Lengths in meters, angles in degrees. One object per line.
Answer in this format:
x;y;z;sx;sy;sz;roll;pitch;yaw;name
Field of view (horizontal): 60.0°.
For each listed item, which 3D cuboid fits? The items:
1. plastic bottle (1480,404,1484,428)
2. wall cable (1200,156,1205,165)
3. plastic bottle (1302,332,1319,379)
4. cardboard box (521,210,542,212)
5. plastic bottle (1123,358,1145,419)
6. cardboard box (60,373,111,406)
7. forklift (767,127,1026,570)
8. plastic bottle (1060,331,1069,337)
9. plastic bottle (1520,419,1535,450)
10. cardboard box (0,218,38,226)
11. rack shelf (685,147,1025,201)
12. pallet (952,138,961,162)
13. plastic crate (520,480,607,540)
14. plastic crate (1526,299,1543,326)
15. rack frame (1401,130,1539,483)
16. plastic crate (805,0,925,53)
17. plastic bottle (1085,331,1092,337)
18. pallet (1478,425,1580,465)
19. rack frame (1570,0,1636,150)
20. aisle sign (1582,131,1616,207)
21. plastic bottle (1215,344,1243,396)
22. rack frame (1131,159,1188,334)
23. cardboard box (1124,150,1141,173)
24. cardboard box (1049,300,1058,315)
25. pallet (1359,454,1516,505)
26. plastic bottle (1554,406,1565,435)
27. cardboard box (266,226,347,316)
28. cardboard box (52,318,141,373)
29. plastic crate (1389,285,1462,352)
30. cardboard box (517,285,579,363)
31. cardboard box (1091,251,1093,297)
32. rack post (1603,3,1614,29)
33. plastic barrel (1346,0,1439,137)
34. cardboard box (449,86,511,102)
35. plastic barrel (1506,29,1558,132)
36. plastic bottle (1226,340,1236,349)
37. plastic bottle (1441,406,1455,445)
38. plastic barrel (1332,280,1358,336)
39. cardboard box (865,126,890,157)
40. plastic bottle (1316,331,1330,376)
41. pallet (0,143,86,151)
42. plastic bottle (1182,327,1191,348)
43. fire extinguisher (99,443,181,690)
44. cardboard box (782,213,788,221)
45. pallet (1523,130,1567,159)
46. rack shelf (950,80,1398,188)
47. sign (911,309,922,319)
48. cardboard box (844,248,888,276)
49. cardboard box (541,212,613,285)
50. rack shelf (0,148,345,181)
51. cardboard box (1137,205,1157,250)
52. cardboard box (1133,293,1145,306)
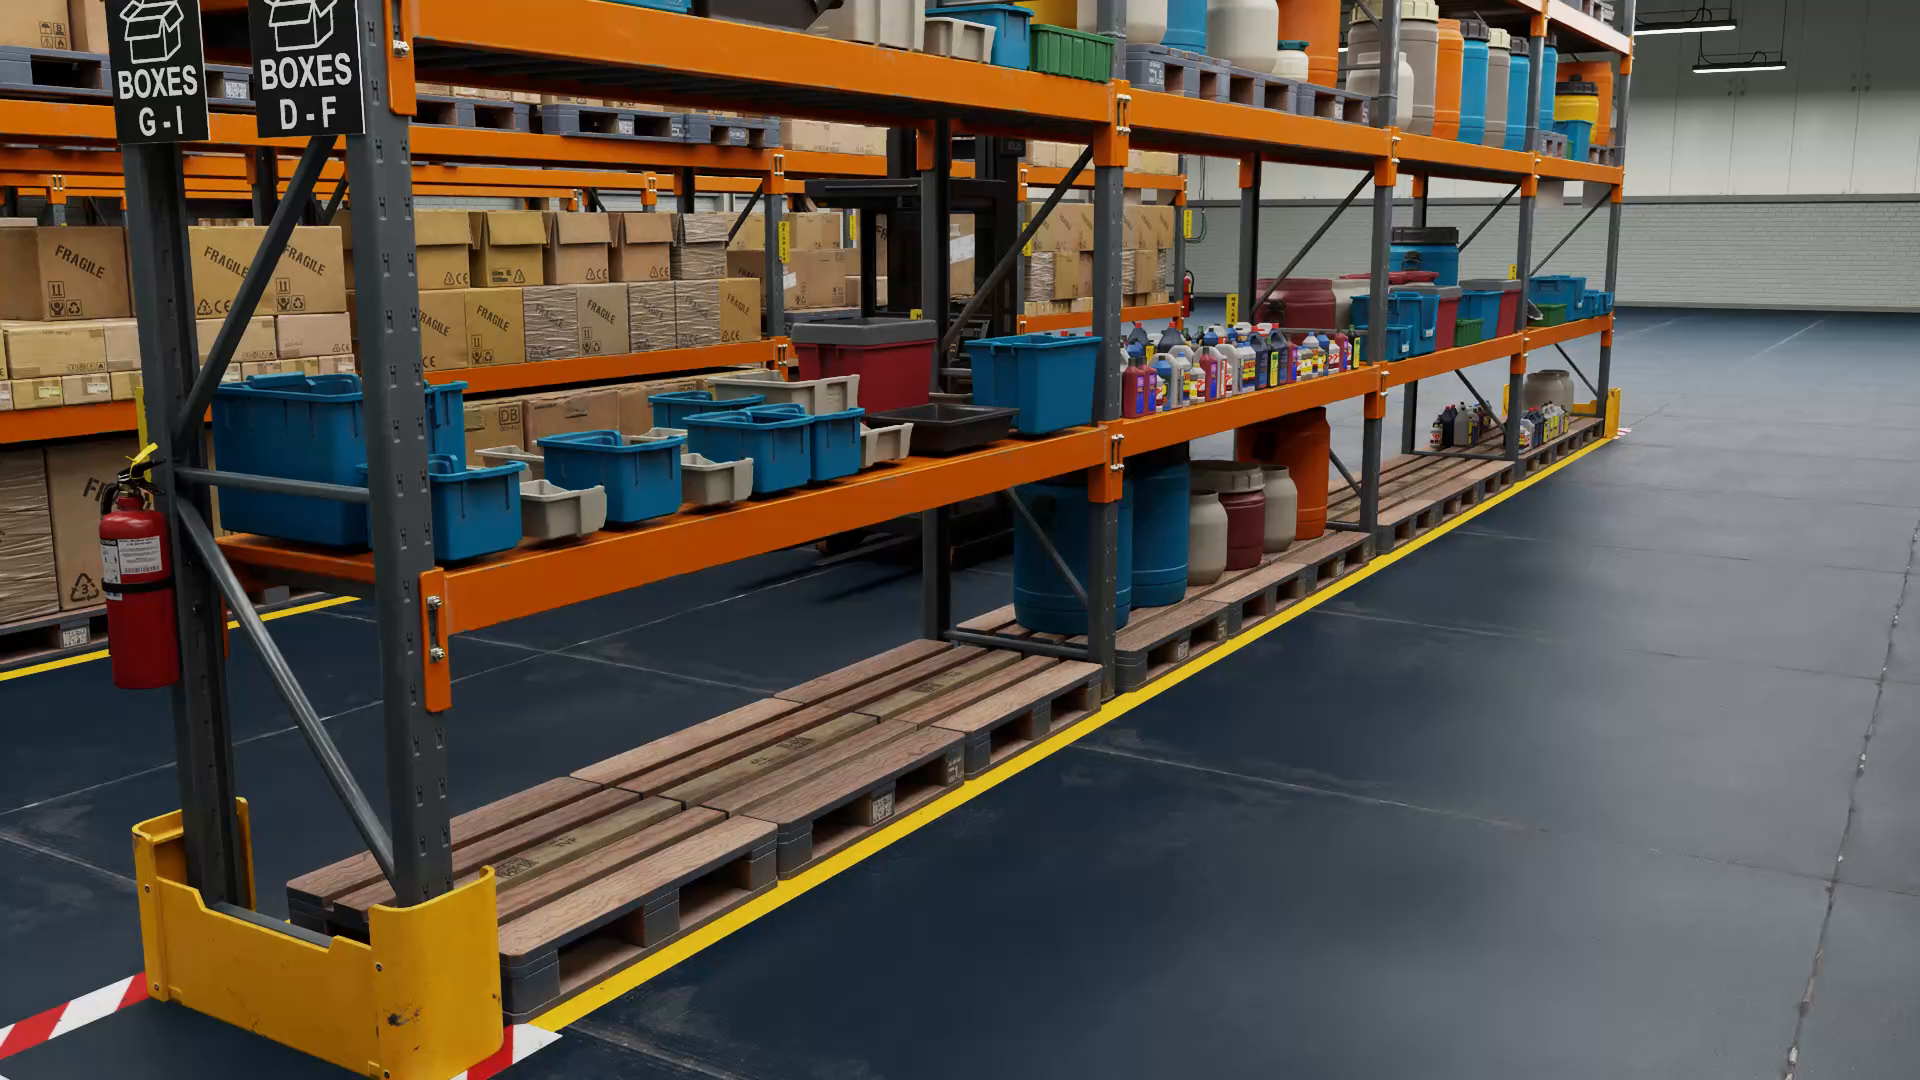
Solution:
5.163;-1.243;16.544;0.061;0.283;0.133;7;12;32;plastic bottle
8.972;-13.223;52.760;3.097;2.526;0.112;6;12;31;wall cable
2.108;-1.112;10.005;0.097;0.271;0.097;0;11;0;plastic bottle
-6.547;-4.578;24.374;0.700;0.500;0.500;7;12;31;cardboard box
0.829;-0.724;7.900;0.061;0.283;0.133;6;12;31;plastic bottle
-4.638;-0.793;8.633;0.380;0.149;0.250;7;12;32;cardboard box
-0.325;-1.341;11.069;1.130;2.935;3.031;6;12;30;forklift
0.567;-0.945;8.898;0.144;0.351;0.185;6;12;31;plastic bottle
5.112;-0.961;15.059;0.152;0.276;0.135;7;13;33;plastic bottle
-10.397;-3.247;18.075;0.500;0.500;0.500;6;12;29;cardboard box
-0.844;-3.302;15.157;1.077;0.370;4.000;6;12;31;rack shelf
-0.753;-3.627;15.451;1.213;0.211;1.003;6;12;31;pallet
-1.156;-0.085;4.724;0.250;0.136;0.298;6;12;31;plastic crate
4.808;-2.062;14.900;0.767;0.338;0.504;6;12;31;plastic crate
4.427;-2.022;14.519;1.000;3.000;0.127;6;12;31;rack frame
-0.388;-1.870;5.878;0.437;0.282;0.530;6;12;31;plastic crate
0.691;-0.931;8.824;0.144;0.351;0.185;6;12;31;plastic bottle
5.444;-0.946;16.348;1.003;0.211;1.213;6;12;31;pallet
6.504;-5.600;17.328;1.000;3.000;0.127;6;12;31;rack frame
6.795;-3.912;17.549;0.394;0.787;0.004;6;12;31;aisle sign
1.441;-0.922;8.977;0.152;0.276;0.135;6;12;31;plastic bottle
2.271;-3.125;20.407;1.000;3.000;0.127;6;12;31;rack frame
1.708;-4.267;18.763;0.500;0.250;0.500;7;13;32;cardboard box
0.810;-2.457;17.525;0.380;0.149;0.250;6;12;31;cardboard box
4.053;-0.524;14.096;1.003;0.211;1.213;6;12;31;pallet
5.771;-1.161;16.125;0.152;0.276;0.135;6;12;31;plastic bottle
-3.969;-1.581;9.721;0.500;0.500;0.500;7;13;32;cardboard box
-4.496;-1.053;8.943;0.500;0.250;0.500;7;13;32;cardboard box
3.451;-1.650;12.355;0.402;0.464;0.583;6;12;31;plastic crate
-2.986;-1.493;11.419;0.500;0.500;0.500;6;12;29;cardboard box
1.239;-2.994;18.629;0.875;0.500;0.500;6;12;31;cardboard box
6.003;-5.248;16.803;0.937;0.300;0.954;8;13;37;rack post
2.962;-3.222;11.416;0.600;0.901;0.600;0;11;0;plastic barrel
-3.313;-3.038;10.896;0.500;0.311;0.500;6;12;29;cardboard box
5.035;-4.096;14.940;0.600;0.901;0.708;6;12;31;plastic barrel
1.502;-0.979;9.298;0.097;0.271;0.097;0;11;0;plastic bottle
4.515;-1.065;15.411;0.144;0.351;0.185;6;12;29;plastic bottle
2.702;-1.630;12.122;0.421;0.512;0.421;0;11;0;plastic barrel
-0.896;-3.479;14.557;0.500;0.250;0.500;7;13;32;cardboard box
2.209;-1.142;10.168;0.097;0.271;0.097;0;11;0;plastic bottle
-7.734;-3.196;13.148;1.213;0.211;1.003;6;12;31;pallet
1.381;-1.173;10.299;0.061;0.283;0.133;6;12;31;plastic bottle
-2.270;0.067;4.585;0.296;0.674;0.183;6;12;31;fire extinguisher
-2.755;-3.994;21.708;0.875;0.550;0.550;6;12;31;cardboard box
4.718;-3.527;14.917;1.213;0.211;1.003;6;12;31;pallet
1.312;-2.199;9.269;1.077;0.370;4.000;6;12;31;rack shelf
-0.195;-0.953;8.056;0.100;0.325;0.005;6;12;31;sign
-0.627;-2.471;15.495;0.797;0.503;0.637;8;13;36;cardboard box
-2.959;-2.087;11.866;0.797;0.503;0.637;7;13;33;cardboard box
-7.108;-3.162;14.413;1.077;0.370;4.000;6;12;31;rack shelf
1.942;-3.622;19.267;0.500;0.500;0.500;6;12;31;cardboard box
1.940;-2.815;19.437;0.380;0.149;0.250;6;12;31;cardboard box
